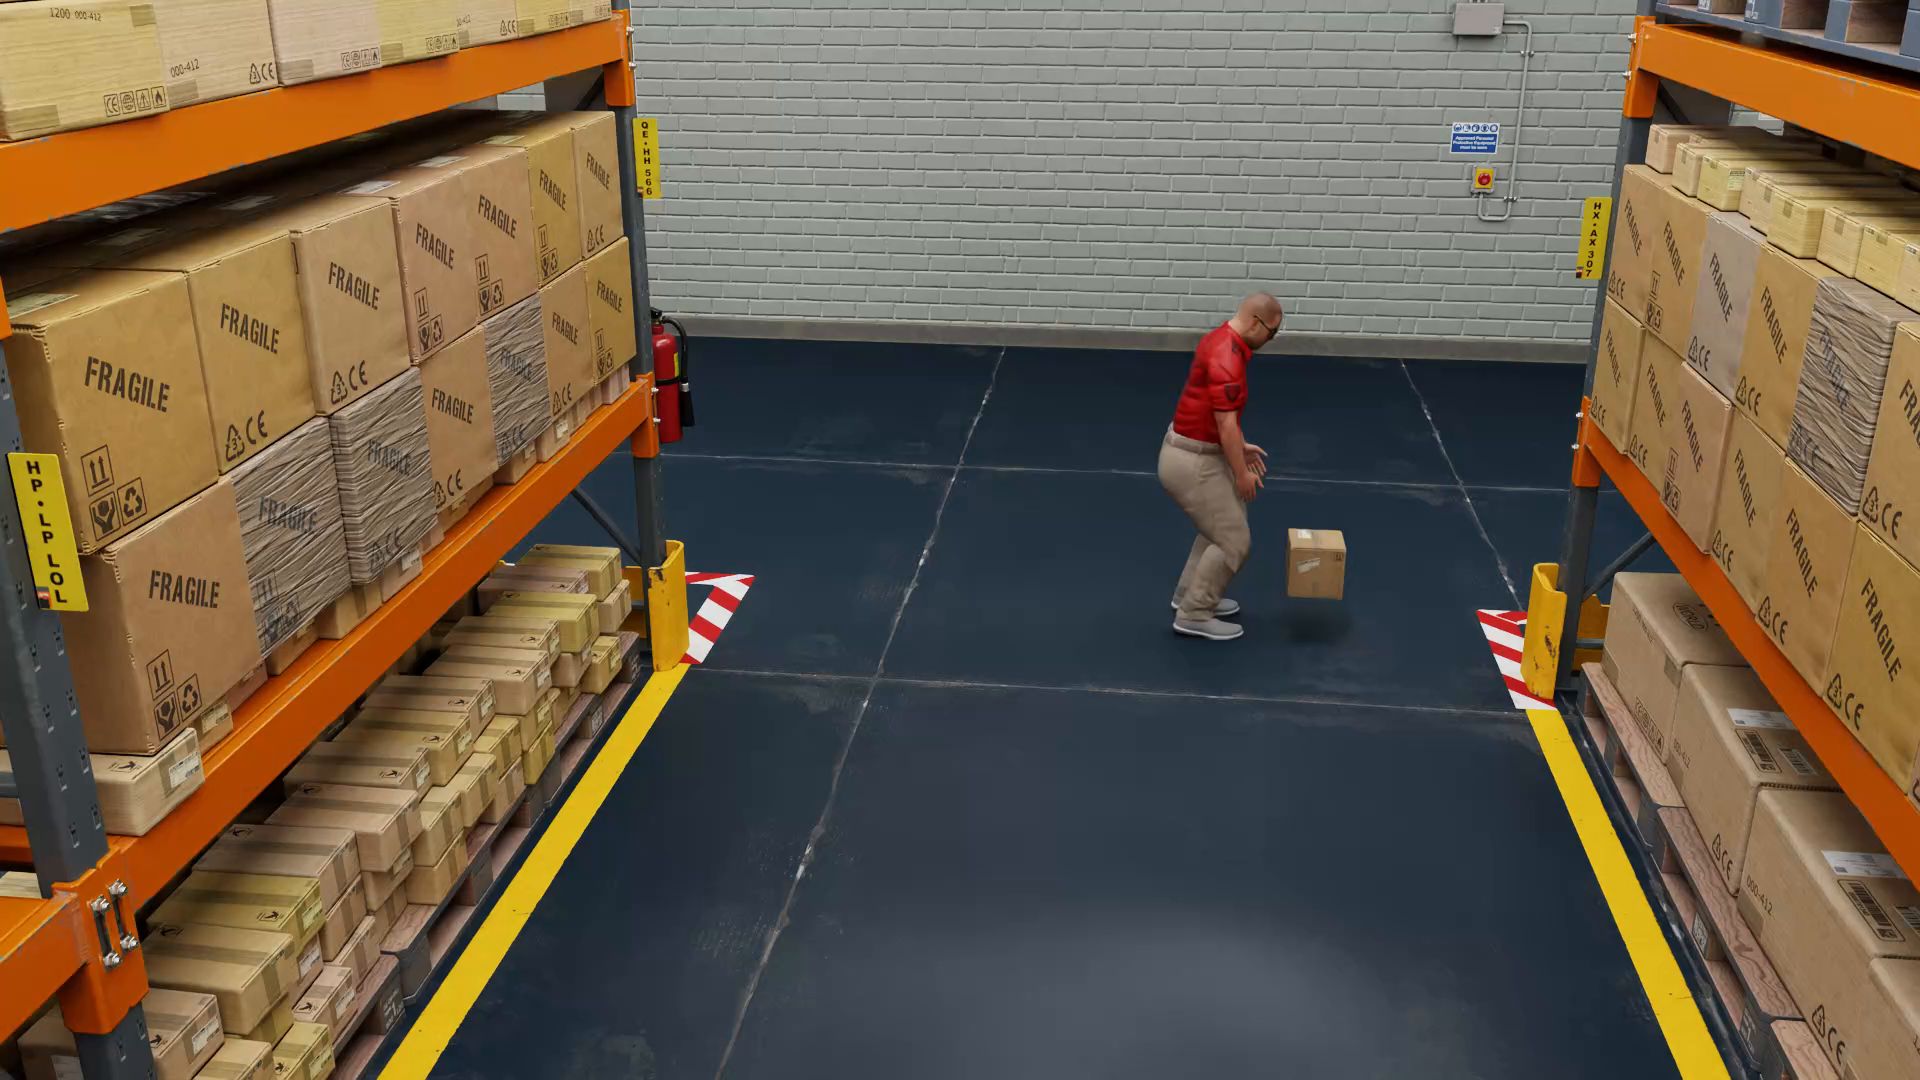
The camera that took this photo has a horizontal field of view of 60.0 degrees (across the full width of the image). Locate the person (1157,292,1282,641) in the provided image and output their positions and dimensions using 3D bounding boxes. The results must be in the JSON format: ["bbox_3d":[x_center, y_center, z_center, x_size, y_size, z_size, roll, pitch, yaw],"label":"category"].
[{"bbox_3d":[1.185,-0.361,7.733,0.526,1.608,0.575,3,21,7],"label":"person"}]
